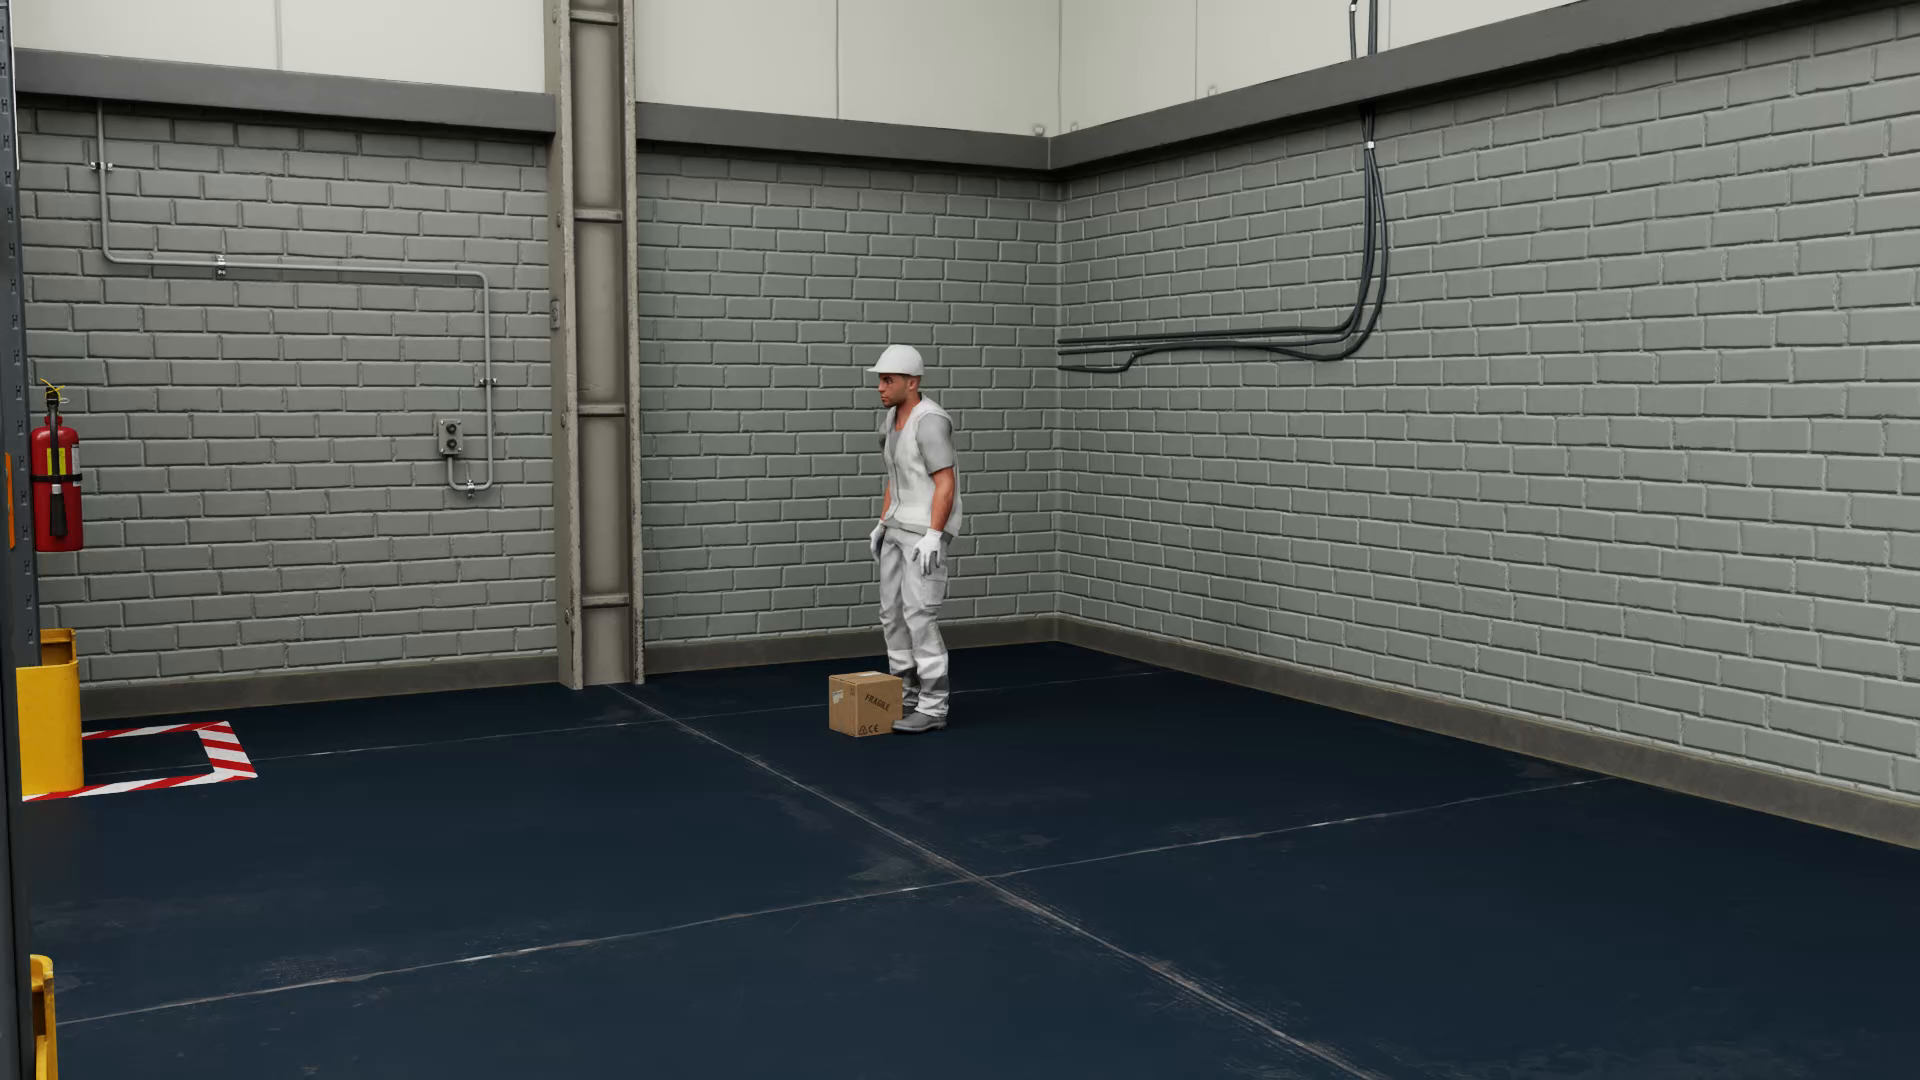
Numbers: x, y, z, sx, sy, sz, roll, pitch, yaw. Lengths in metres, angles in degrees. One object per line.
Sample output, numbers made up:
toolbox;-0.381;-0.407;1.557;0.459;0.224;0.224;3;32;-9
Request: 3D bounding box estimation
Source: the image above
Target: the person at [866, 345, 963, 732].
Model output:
person;-0.233;-0.012;7.741;0.448;1.779;0.609;-3;6;-28
